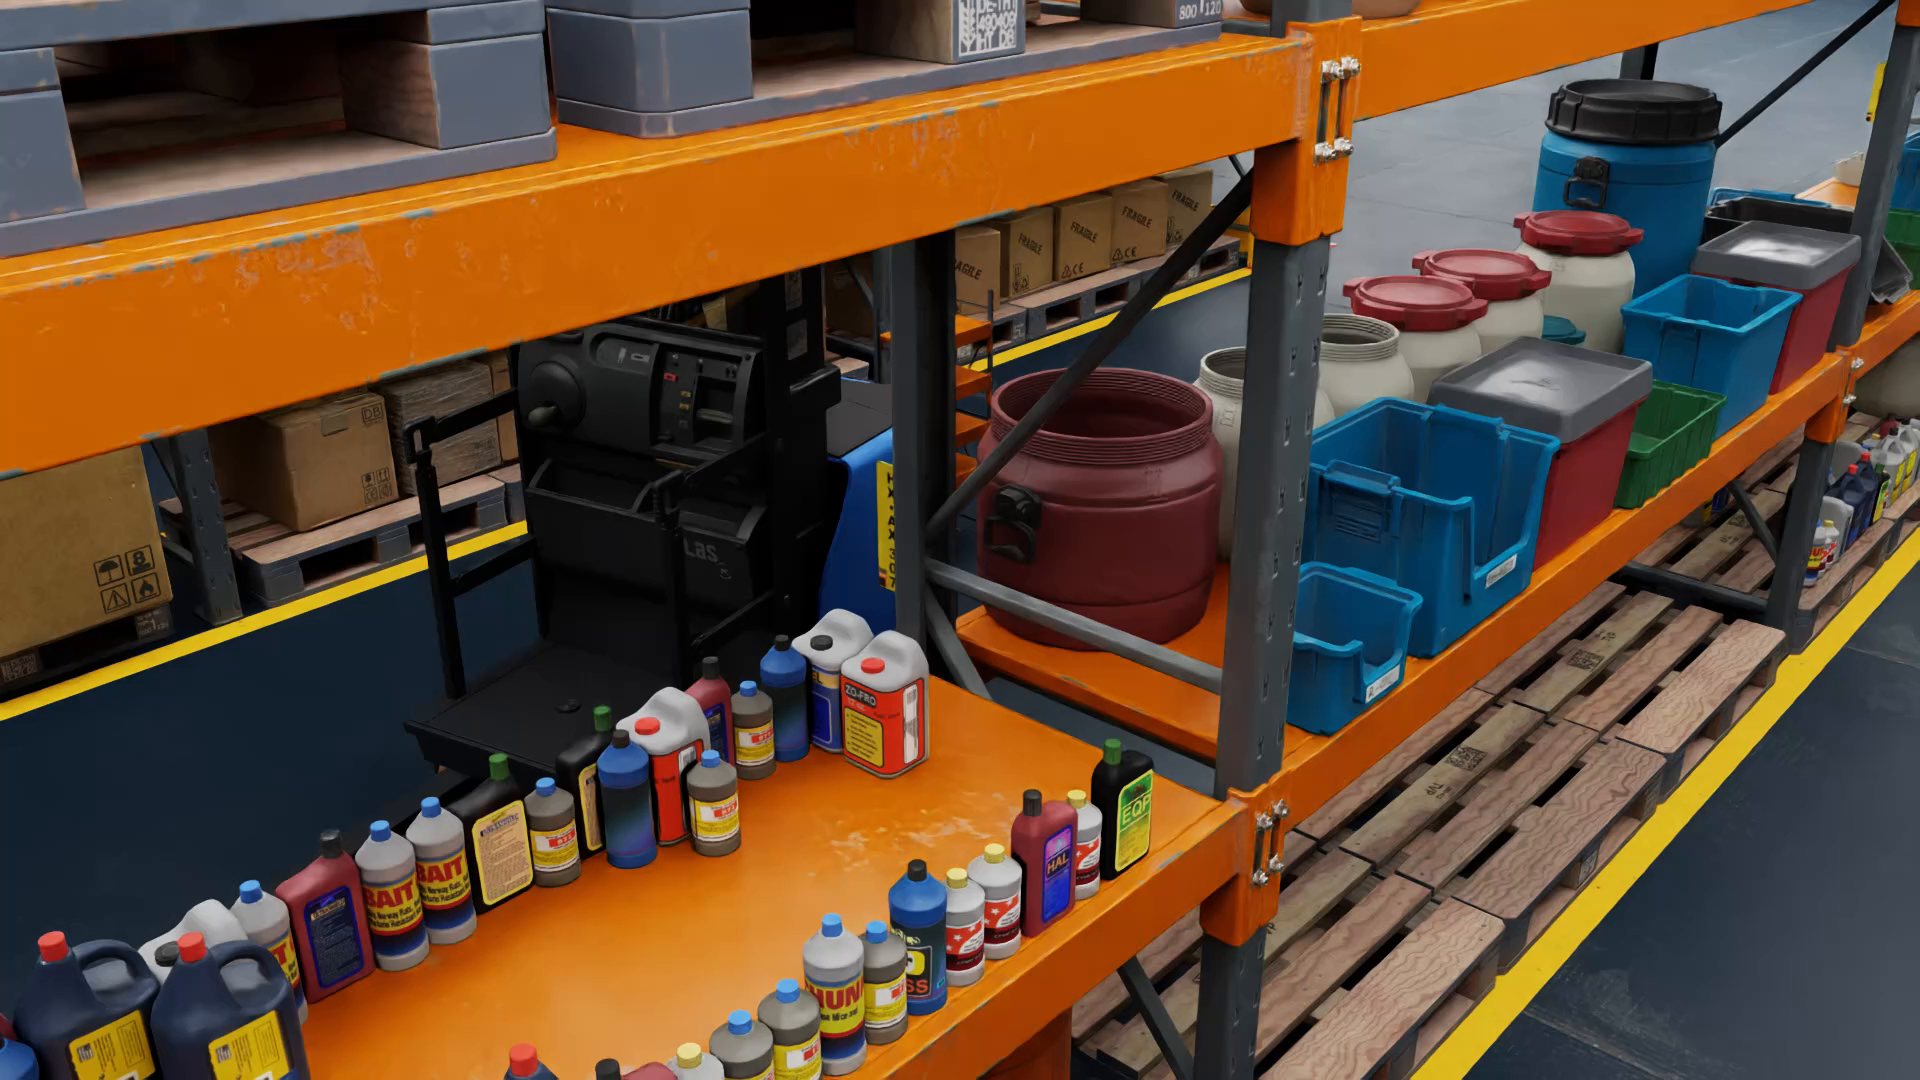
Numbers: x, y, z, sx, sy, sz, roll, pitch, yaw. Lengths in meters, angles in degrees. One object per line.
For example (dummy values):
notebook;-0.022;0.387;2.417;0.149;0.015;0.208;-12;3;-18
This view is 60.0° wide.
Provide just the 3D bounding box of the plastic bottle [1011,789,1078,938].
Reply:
plastic bottle;0.151;0.560;2.977;0.061;0.283;0.133;20;31;38

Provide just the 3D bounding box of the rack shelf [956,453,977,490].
rack shelf;-0.110;-0.254;7.501;0.258;0.148;0.480;20;31;38

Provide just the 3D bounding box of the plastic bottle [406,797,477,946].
plastic bottle;-0.922;0.579;2.949;0.097;0.271;0.097;0;24;0

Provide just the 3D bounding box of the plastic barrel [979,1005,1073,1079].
plastic barrel;-0.057;1.149;3.660;0.600;0.830;0.708;20;31;38

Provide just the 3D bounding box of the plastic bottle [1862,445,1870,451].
plastic bottle;4.189;-0.342;7.728;0.097;0.201;0.097;0;24;0

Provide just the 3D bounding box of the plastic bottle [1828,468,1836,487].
plastic bottle;3.781;-0.187;7.298;0.097;0.271;0.097;0;24;0

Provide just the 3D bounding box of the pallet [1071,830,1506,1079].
pallet;0.803;1.244;4.718;1.003;0.211;1.213;20;31;38

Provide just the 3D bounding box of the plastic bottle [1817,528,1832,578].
plastic bottle;3.533;0.046;6.863;0.097;0.201;0.097;0;24;0

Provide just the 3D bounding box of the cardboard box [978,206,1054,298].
cardboard box;0.267;-1.923;10.915;0.500;0.500;0.500;17;29;33

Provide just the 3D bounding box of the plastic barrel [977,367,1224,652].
plastic barrel;0.341;-0.089;4.116;0.600;0.536;0.708;20;31;38

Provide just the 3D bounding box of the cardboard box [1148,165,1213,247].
cardboard box;1.478;-2.458;12.108;0.500;0.500;0.500;-17;29;-34

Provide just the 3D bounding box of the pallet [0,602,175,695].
pallet;-4.014;0.337;6.741;1.003;0.211;1.213;20;31;38

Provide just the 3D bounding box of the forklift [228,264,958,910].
forklift;-1.158;-0.473;5.223;1.130;2.935;3.031;13;27;26

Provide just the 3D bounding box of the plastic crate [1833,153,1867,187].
plastic crate;4.759;-1.935;8.722;0.298;0.136;0.250;20;31;38

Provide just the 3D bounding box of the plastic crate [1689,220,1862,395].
plastic crate;2.831;-0.820;5.834;0.402;0.464;0.583;20;31;38

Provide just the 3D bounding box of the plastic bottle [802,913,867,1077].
plastic bottle;-0.200;0.715;2.647;0.097;0.271;0.097;0;24;0

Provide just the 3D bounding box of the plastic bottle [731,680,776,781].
plastic bottle;-0.435;0.389;3.459;0.097;0.201;0.097;0;24;0

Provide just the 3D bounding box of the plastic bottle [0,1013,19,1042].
plastic bottle;-1.445;0.801;2.440;0.061;0.283;0.133;20;31;38

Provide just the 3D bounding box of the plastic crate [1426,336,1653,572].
plastic crate;1.563;-0.241;4.543;0.402;0.464;0.583;20;31;38

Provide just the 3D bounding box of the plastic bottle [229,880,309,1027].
plastic bottle;-1.141;0.679;2.727;0.097;0.271;0.097;0;24;0

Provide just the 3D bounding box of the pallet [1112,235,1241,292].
pallet;1.288;-2.059;12.085;1.003;0.211;1.213;20;31;38

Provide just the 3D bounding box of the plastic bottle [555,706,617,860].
plastic bottle;-0.705;0.463;3.193;0.061;0.283;0.133;20;31;38

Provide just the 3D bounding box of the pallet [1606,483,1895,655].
pallet;3.406;0.057;7.364;1.003;0.211;1.213;20;31;38

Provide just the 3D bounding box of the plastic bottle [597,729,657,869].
plastic bottle;-0.634;0.485;3.160;0.097;0.271;0.097;0;24;0

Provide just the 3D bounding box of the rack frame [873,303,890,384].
rack frame;-0.273;-0.423;7.226;0.240;1.200;0.015;20;31;38

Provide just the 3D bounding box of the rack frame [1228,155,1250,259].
rack frame;1.908;-3.593;12.097;1.000;3.000;0.127;20;31;38

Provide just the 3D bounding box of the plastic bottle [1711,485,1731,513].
plastic bottle;3.397;-0.280;7.500;0.152;0.276;0.135;20;31;38

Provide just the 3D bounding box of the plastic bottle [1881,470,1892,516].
plastic bottle;4.107;-0.216;7.447;0.097;0.201;0.097;0;24;0

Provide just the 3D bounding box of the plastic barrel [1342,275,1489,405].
plastic barrel;1.346;-0.497;5.025;0.433;0.535;0.433;0;24;0

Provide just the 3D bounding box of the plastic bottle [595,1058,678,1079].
plastic bottle;-0.458;0.838;2.357;0.061;0.283;0.133;20;31;38

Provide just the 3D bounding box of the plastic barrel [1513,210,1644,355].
plastic barrel;2.125;-0.852;5.818;0.433;0.535;0.433;0;24;0

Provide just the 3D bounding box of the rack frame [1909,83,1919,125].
rack frame;5.596;-2.240;9.080;1.000;3.000;0.127;20;31;38

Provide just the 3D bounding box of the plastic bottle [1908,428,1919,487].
plastic bottle;4.416;-0.407;7.784;0.152;0.276;0.135;19;30;36

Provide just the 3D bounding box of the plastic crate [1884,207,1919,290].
plastic crate;4.043;-1.262;7.156;0.450;0.188;0.662;20;31;38

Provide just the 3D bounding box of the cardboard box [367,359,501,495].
cardboard box;-2.639;-0.598;7.934;0.700;0.500;0.500;17;29;33

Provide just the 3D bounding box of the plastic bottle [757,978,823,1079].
plastic bottle;-0.265;0.776;2.595;0.097;0.201;0.097;0;24;0

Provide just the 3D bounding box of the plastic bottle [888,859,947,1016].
plastic bottle;-0.070;0.655;2.780;0.097;0.271;0.097;0;24;0

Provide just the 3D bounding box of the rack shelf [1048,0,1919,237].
rack shelf;1.592;-1.453;4.537;1.077;0.370;4.000;20;31;38

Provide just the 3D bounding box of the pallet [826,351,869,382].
pallet;-1.281;-0.864;9.419;1.003;0.211;1.213;20;31;38

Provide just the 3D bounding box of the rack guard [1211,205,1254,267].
rack guard;1.857;-2.429;12.557;1.175;0.500;0.348;20;31;38

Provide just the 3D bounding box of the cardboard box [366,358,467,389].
cardboard box;-2.660;-0.934;7.769;0.500;0.250;0.500;-20;31;-37

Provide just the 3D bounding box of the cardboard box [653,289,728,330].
cardboard box;-1.520;-1.113;9.083;0.700;0.500;0.500;20;31;37

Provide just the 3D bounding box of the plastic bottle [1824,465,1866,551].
plastic bottle;3.774;-0.146;7.110;0.144;0.351;0.185;21;32;39

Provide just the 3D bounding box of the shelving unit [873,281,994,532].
shelving unit;-0.110;-0.497;7.392;0.258;1.200;0.503;20;31;38
